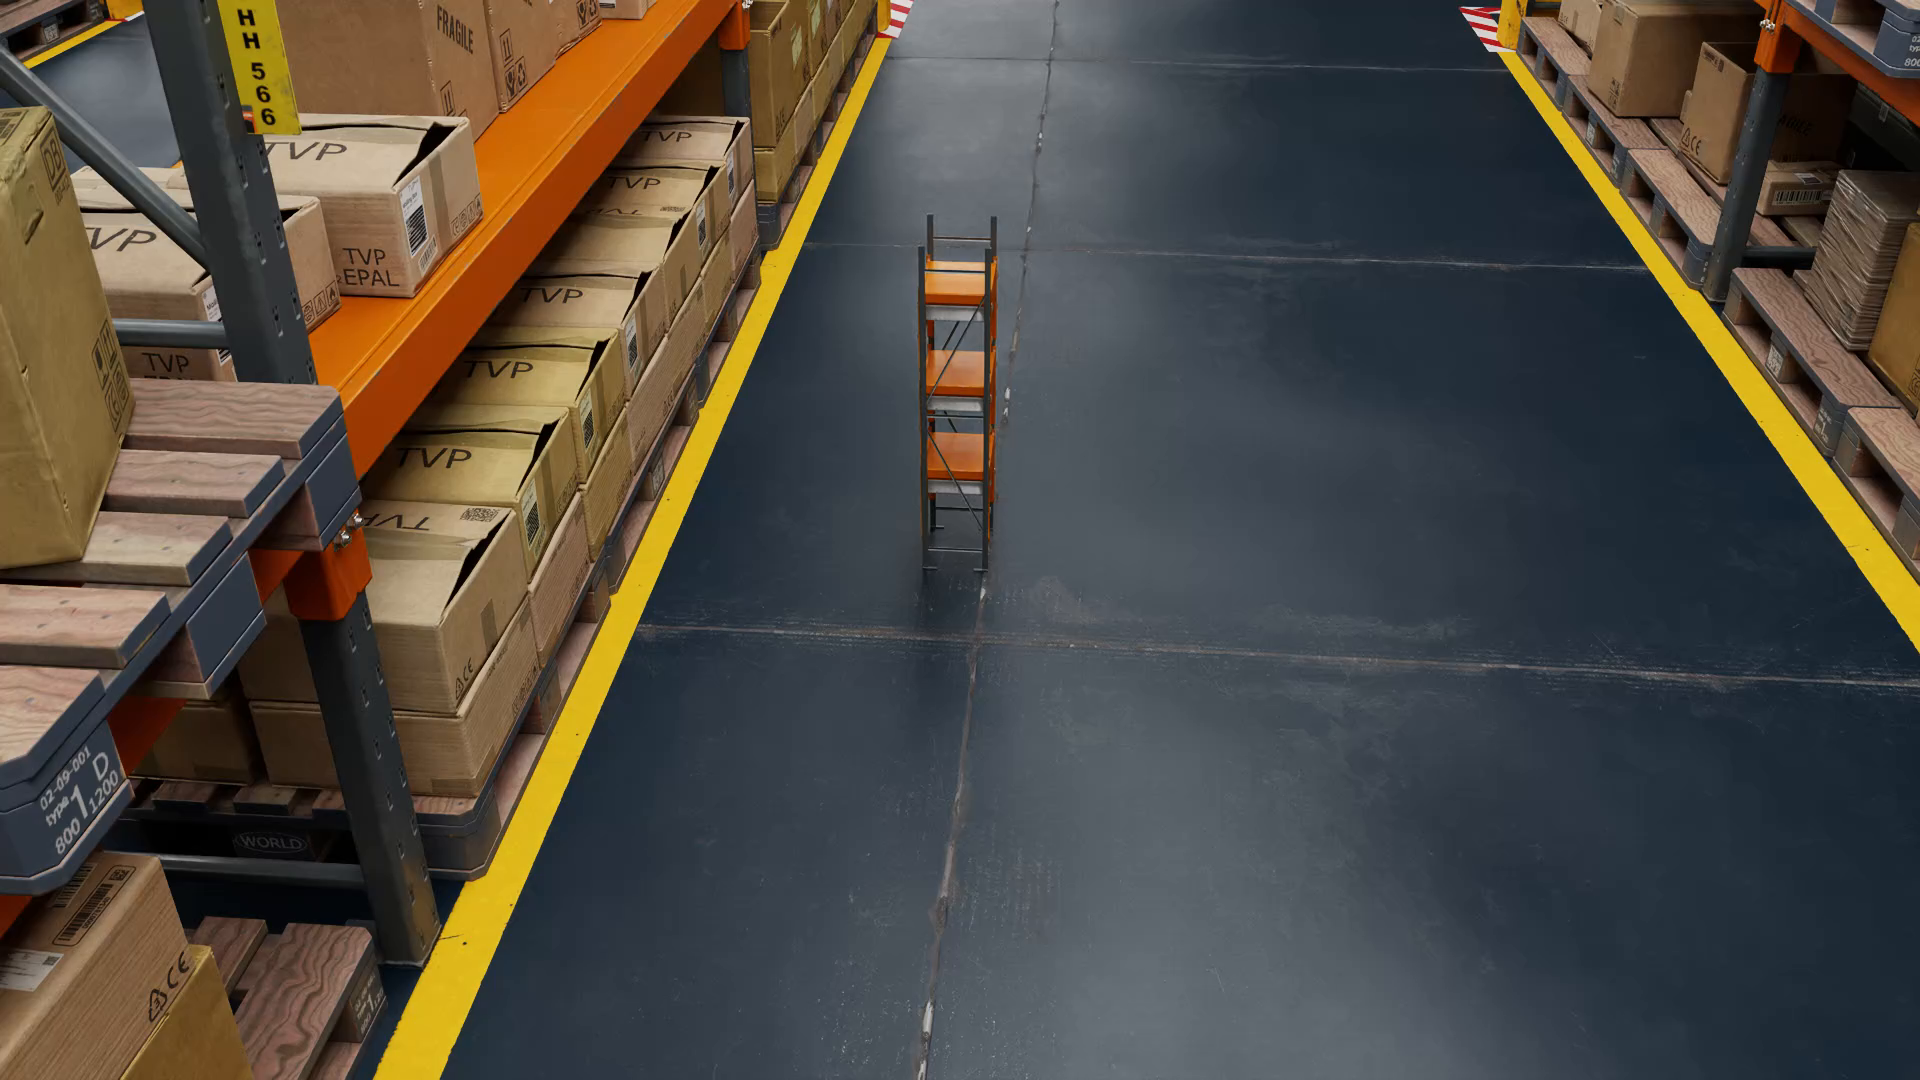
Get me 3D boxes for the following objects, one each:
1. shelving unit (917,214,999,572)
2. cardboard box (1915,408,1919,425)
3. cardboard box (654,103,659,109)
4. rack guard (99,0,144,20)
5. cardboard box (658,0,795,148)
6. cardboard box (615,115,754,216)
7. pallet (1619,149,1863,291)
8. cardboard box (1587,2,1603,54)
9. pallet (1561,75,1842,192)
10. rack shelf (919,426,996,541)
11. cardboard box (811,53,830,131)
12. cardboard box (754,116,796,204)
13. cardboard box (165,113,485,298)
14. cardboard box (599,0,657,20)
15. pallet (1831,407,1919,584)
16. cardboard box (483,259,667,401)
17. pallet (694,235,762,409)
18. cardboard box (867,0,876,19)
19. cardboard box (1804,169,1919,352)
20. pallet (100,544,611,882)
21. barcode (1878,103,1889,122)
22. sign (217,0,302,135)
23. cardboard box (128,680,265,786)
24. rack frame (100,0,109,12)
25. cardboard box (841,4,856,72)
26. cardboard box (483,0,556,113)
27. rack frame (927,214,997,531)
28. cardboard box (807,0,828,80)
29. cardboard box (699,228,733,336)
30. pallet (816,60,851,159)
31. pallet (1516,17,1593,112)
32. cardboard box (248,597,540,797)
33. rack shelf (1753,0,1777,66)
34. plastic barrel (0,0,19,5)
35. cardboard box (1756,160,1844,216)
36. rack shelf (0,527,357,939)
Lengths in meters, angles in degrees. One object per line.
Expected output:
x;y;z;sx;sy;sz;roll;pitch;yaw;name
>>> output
-0.004;-0.419;4.929;0.215;1.050;0.252;2;32;4;shelving unit
3.460;-0.456;5.094;0.700;0.500;0.500;3;32;5;cardboard box
-1.488;-2.306;7.638;0.500;0.500;0.500;2;32;4;cardboard box
-5.931;-3.665;10.720;1.175;0.500;0.348;2;32;4;rack guard
-1.011;-2.022;7.178;0.500;0.500;0.500;2;32;4;cardboard box
-1.108;-1.488;6.492;0.500;0.311;0.500;2;32;4;cardboard box
3.596;-1.421;7.355;1.003;0.211;1.213;2;32;4;pallet
3.710;-2.734;8.971;0.500;0.311;0.500;5;32;8;cardboard box
3.693;-2.061;8.393;1.003;0.211;1.213;2;32;4;pallet
-0.004;-0.173;5.081;0.215;0.259;0.240;2;32;4;rack shelf
-0.929;-2.226;8.223;0.500;0.250;0.500;2;32;4;cardboard box
-1.021;-1.703;7.375;0.500;0.250;0.500;2;32;4;cardboard box
-1.420;-0.795;3.766;0.500;0.311;0.500;2;32;3;cardboard box
-1.249;-1.941;5.668;0.396;0.266;0.258;2;32;3;cardboard box
3.418;-0.022;5.084;1.003;0.211;1.213;2;32;4;pallet
-1.231;-0.693;5.201;0.500;0.311;0.500;2;32;3;cardboard box
-1.382;-0.891;6.495;1.003;0.211;1.213;2;32;4;pallet
-0.784;-3.272;9.921;0.500;0.250;0.500;2;32;4;cardboard box
3.534;-0.993;5.966;0.700;0.500;0.500;3;32;6;cardboard box
-1.580;0.384;4.425;1.003;0.211;1.213;2;32;4;pallet
3.860;-1.787;6.949;0.001;0.075;0.075;2;32;4;barcode
-1.145;-0.815;2.685;0.100;0.325;0.005;2;32;4;sign
-1.886;0.332;4.072;0.500;0.250;0.500;3;32;5;cardboard box
-5.971;-4.771;10.132;1.000;3.000;0.127;2;32;4;rack frame
-0.852;-2.749;9.072;0.500;0.250;0.500;2;32;4;cardboard box
-1.523;-1.570;4.843;0.500;0.500;0.500;3;32;4;cardboard box
0.006;-0.483;5.033;0.200;1.050;0.008;2;32;4;rack frame
-0.929;-2.545;8.026;0.500;0.500;0.500;2;32;4;cardboard box
-1.148;-0.980;6.202;0.500;0.250;0.500;2;32;3;cardboard box
-1.157;-2.332;8.833;1.003;0.211;1.213;2;32;4;pallet
3.795;-2.697;9.426;1.003;0.211;1.213;2;32;4;pallet
-1.351;0.357;4.033;0.500;0.250;0.500;2;32;4;cardboard box
3.740;-2.995;7.937;1.077;0.370;4.000;2;32;4;rack shelf
-5.949;-3.543;10.111;0.421;0.512;0.421;0;32;0;plastic barrel
3.591;-1.518;7.135;0.380;0.166;0.250;-2;32;-2;cardboard box
-1.849;0.978;1.489;1.077;0.370;4.000;2;32;4;rack shelf
